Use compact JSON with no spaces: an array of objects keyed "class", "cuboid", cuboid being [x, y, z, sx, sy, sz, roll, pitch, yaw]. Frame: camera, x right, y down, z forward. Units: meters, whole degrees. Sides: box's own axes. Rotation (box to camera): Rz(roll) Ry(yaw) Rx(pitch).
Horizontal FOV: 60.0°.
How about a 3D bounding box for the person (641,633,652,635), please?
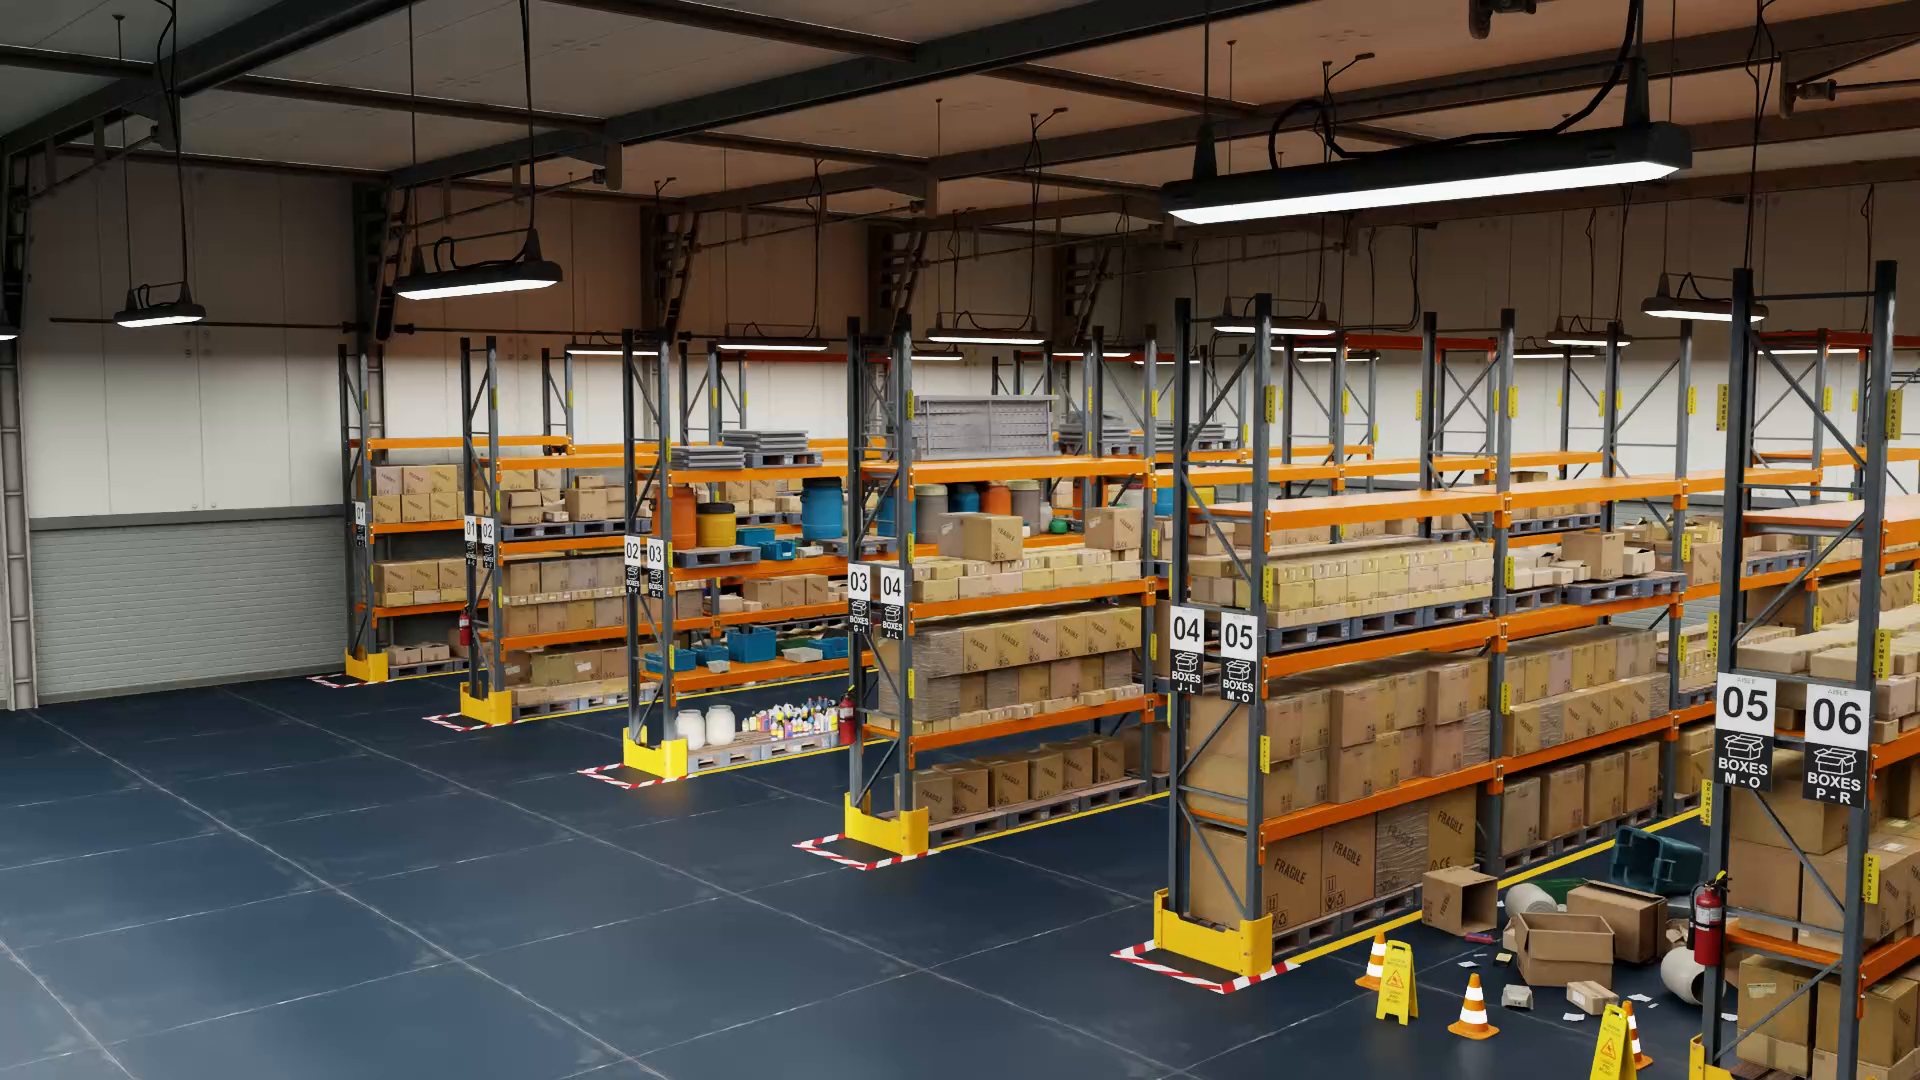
[{"class":"person","cuboid":[-5.951,1.653,31.223,0.588,1.468,0.861,1,5,15]}]
